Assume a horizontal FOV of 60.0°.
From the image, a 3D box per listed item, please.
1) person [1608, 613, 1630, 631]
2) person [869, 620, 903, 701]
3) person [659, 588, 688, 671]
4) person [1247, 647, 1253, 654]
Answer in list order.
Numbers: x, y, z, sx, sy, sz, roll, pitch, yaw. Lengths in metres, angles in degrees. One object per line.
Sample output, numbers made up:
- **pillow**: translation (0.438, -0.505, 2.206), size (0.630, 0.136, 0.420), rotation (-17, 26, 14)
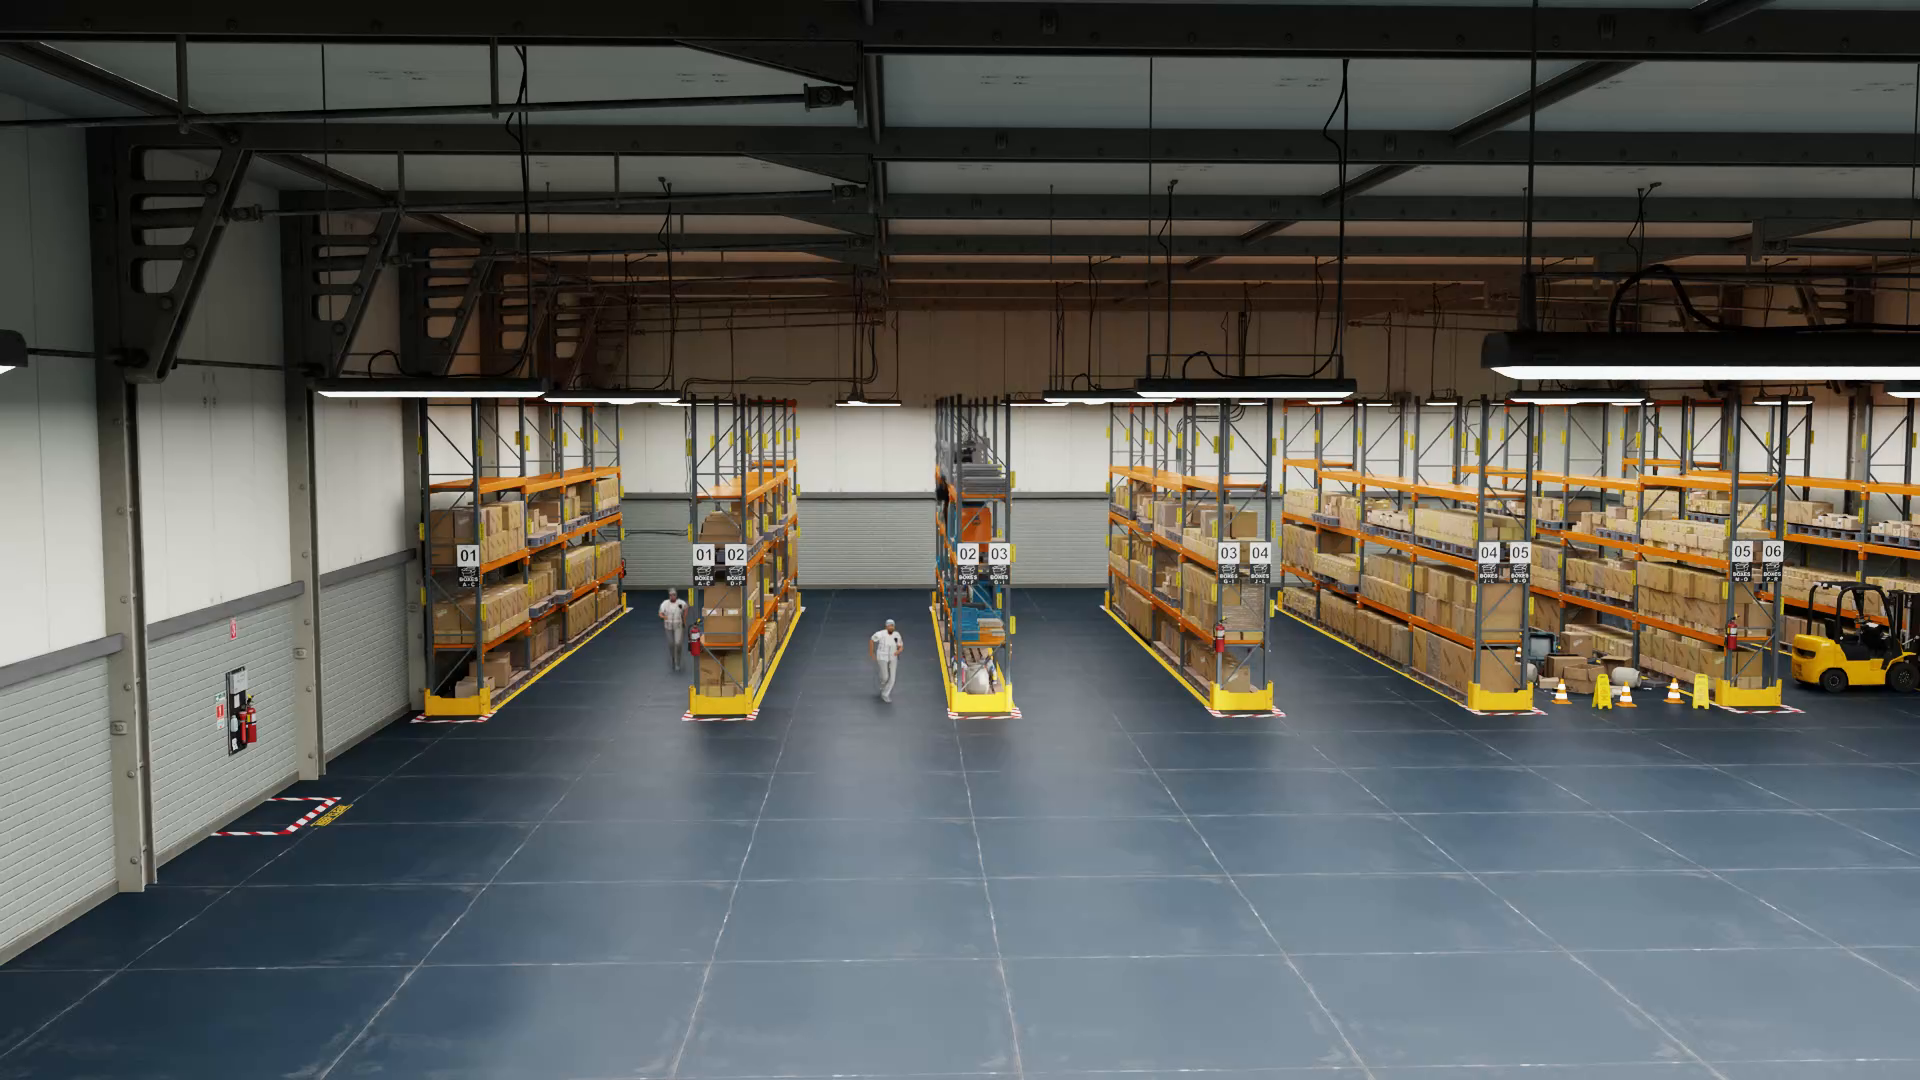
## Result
- **person**: translation (16.635, 1.543, 41.931), size (0.671, 1.822, 0.723), rotation (-1, 5, -9)
- **person**: translation (-1.424, 2.366, 32.622), size (0.645, 1.619, 0.623), rotation (-1, 5, -16)
- **person**: translation (-6.335, 1.946, 36.740), size (0.608, 1.813, 0.909), rotation (0, 4, -2)
- **person**: translation (6.835, 1.854, 39.171), size (0.627, 1.619, 0.645), rotation (-1, 5, -9)
